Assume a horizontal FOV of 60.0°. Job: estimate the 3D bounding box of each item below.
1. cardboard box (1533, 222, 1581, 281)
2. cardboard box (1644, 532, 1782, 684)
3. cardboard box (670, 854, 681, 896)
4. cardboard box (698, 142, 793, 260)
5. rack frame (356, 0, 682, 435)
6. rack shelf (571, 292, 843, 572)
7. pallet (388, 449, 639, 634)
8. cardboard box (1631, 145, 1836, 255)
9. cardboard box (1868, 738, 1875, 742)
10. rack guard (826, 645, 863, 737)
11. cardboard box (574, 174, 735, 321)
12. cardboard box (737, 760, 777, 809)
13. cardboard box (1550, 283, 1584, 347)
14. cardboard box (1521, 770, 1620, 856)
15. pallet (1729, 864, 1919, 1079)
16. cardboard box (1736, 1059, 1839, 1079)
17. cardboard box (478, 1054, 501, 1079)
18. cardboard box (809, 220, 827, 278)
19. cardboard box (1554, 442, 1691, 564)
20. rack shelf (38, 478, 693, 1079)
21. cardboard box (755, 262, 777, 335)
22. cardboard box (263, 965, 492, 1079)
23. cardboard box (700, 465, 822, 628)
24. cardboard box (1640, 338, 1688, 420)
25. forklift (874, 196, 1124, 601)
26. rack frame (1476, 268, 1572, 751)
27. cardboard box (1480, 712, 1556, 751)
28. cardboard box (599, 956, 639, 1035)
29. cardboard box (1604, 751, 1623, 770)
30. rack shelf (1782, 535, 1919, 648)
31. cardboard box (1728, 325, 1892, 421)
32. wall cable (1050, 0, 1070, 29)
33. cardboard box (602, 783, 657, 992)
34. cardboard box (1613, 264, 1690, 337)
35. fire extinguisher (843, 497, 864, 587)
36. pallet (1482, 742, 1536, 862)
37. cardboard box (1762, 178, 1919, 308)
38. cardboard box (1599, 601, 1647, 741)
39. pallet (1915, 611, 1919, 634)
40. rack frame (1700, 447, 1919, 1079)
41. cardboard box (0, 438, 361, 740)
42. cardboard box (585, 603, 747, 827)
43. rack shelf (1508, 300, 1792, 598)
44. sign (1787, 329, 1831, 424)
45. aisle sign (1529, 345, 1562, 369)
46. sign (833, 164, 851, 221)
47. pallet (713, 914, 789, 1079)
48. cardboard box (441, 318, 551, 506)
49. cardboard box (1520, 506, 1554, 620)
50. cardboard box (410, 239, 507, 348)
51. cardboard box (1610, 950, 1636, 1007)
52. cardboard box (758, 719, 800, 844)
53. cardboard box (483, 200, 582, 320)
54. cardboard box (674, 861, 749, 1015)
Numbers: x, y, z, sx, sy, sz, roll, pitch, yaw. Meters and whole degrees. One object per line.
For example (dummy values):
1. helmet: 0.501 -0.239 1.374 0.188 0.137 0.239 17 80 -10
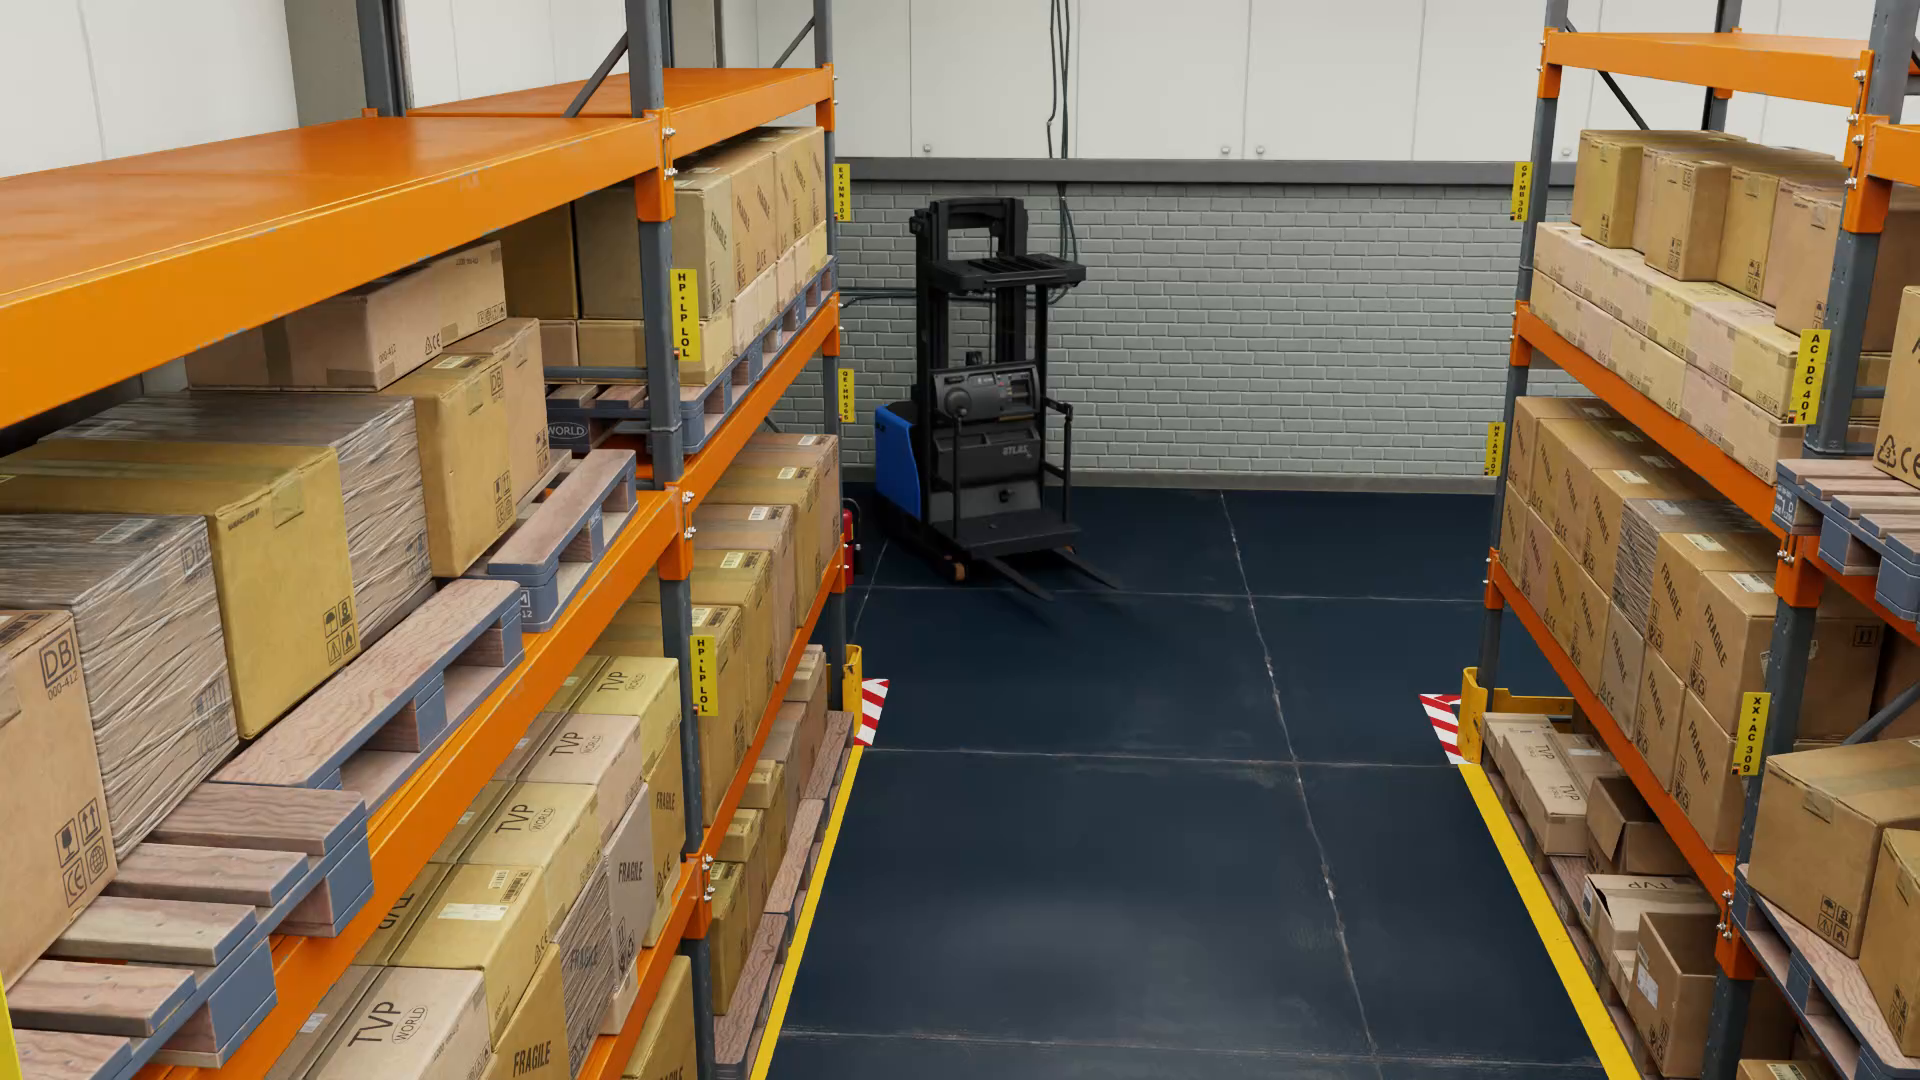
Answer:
1. cardboard box: 3.417 -1.552 8.963 0.500 0.250 0.500 1 18 4
2. cardboard box: 3.238 0.284 6.974 0.500 0.500 0.500 1 18 3
3. cardboard box: -1.257 1.240 6.192 0.380 0.149 0.250 1 18 4
4. cardboard box: -1.084 -1.630 7.965 0.500 0.500 0.500 0 18 1
5. rack frame: -1.515 -1.832 5.562 1.000 3.000 0.127 1 18 4
6. rack shelf: -1.371 -0.686 8.037 1.077 0.370 4.000 1 18 4
7. pallet: -1.531 -0.030 5.186 0.805 0.209 1.217 1 18 2
8. cardboard box: 3.643 -1.591 7.878 0.700 0.500 0.500 1 18 4
9. cardboard box: 3.735 0.929 6.611 0.500 0.500 0.500 2 18 5
10. rack guard: -1.226 0.957 10.699 1.175 0.500 0.348 1 18 4
11. cardboard box: -1.184 -1.154 6.511 0.500 0.500 0.500 1 18 3
12. cardboard box: -1.115 1.205 8.228 0.380 0.149 0.250 1 18 2
13. cardboard box: 3.374 -1.159 8.567 0.500 0.250 0.500 1 18 4
14. cardboard box: 3.319 1.457 8.869 0.500 0.250 0.500 1 18 4
15. pallet: 3.260 1.465 5.442 1.003 0.211 1.213 1 18 4
16. cardboard box: 3.149 2.252 6.041 0.500 0.500 0.500 0 18 1
17. cardboard box: -1.428 1.601 4.049 0.500 0.500 0.500 1 18 4
18. cardboard box: -1.016 -1.591 9.050 0.500 0.250 0.500 2 18 6
19. cardboard box: 3.348 -0.187 8.410 0.500 0.500 0.500 2 18 5
20. rack shelf: -1.658 0.557 4.245 1.077 0.370 4.000 1 18 4
21. cardboard box: -1.122 -1.108 7.577 0.500 0.250 0.500 1 18 2
22. cardboard box: -1.442 1.249 3.919 0.500 0.250 0.500 1 18 4
23. cardboard box: -1.296 0.019 9.066 0.980 0.700 0.700 1 18 3
24. cardboard box: 3.270 -0.693 7.145 0.500 0.250 0.500 1 18 4
25. forklift: 0.311 -1.204 13.390 1.130 2.935 3.031 -8 20 -23
26. rack frame: 3.713 -0.114 9.953 1.000 3.000 0.127 1 18 4
27. cardboard box: 3.340 1.154 9.955 0.380 0.149 0.250 1 18 4
28. cardboard box: -1.275 1.482 5.455 0.380 0.149 0.250 1 18 4
29. cardboard box: 3.801 1.322 9.416 0.380 0.166 0.250 1 18 4
30. rack shelf: 3.283 0.666 3.911 1.077 0.370 4.000 1 18 4
31. cardboard box: 3.190 -0.620 6.120 0.500 0.250 0.500 1 18 4
32. wall cable: 2.232 -5.687 14.203 3.097 2.526 0.112 1 18 4
33. cardboard box: -1.323 1.128 5.492 0.500 0.500 0.500 1 18 4
34. cardboard box: 3.304 -1.086 7.541 0.500 0.250 0.500 1 18 4
35. fire extinguisher: -0.757 -0.046 10.469 0.296 0.674 0.183 1 18 4
36. pallet: 3.651 1.483 9.560 1.003 0.211 1.213 1 18 4
37. cardboard box: 3.600 -1.124 6.451 0.700 0.500 0.500 1 18 4
38. cardboard box: 3.276 0.600 7.614 0.500 0.500 0.500 2 18 5
39. pallet: 3.238 0.315 4.128 1.213 0.211 1.003 1 18 4
40. rack frame: 3.426 1.128 6.162 1.000 3.000 0.127 1 18 4
41. cardboard box: -1.786 0.090 3.646 0.700 0.500 0.500 2 18 7
42. cardboard box: -1.460 0.708 6.962 0.980 0.700 0.700 2 18 5
43. rack shelf: 3.570 -0.576 7.703 1.077 0.370 4.000 1 18 4
44. sign: 2.885 -0.552 5.644 0.100 0.325 0.005 1 18 4
45. aisle sign: 3.425 -1.377 9.633 0.394 0.787 0.004 1 18 4
46. sign: -0.688 -2.015 9.645 0.100 0.325 0.005 1 18 4
47. pallet: -1.382 2.110 7.646 1.003 0.211 1.213 1 18 4
48. cardboard box: -1.688 -0.392 5.118 0.700 0.500 0.500 0 18 1
49. cardboard box: 3.387 0.131 9.046 0.500 0.500 0.500 1 18 3
50. cardboard box: -1.709 -0.749 5.003 0.500 0.250 0.500 3 18 8
51. cardboard box: 3.151 1.973 7.456 0.380 0.149 0.250 1 18 4
52. cardboard box: -1.250 1.296 8.990 0.700 0.500 0.500 1 18 2
53. cardboard box: -1.697 -1.161 6.533 0.500 0.500 0.500 1 18 3
54. cardboard box: -1.359 1.777 7.522 0.700 0.500 0.500 2 18 5
